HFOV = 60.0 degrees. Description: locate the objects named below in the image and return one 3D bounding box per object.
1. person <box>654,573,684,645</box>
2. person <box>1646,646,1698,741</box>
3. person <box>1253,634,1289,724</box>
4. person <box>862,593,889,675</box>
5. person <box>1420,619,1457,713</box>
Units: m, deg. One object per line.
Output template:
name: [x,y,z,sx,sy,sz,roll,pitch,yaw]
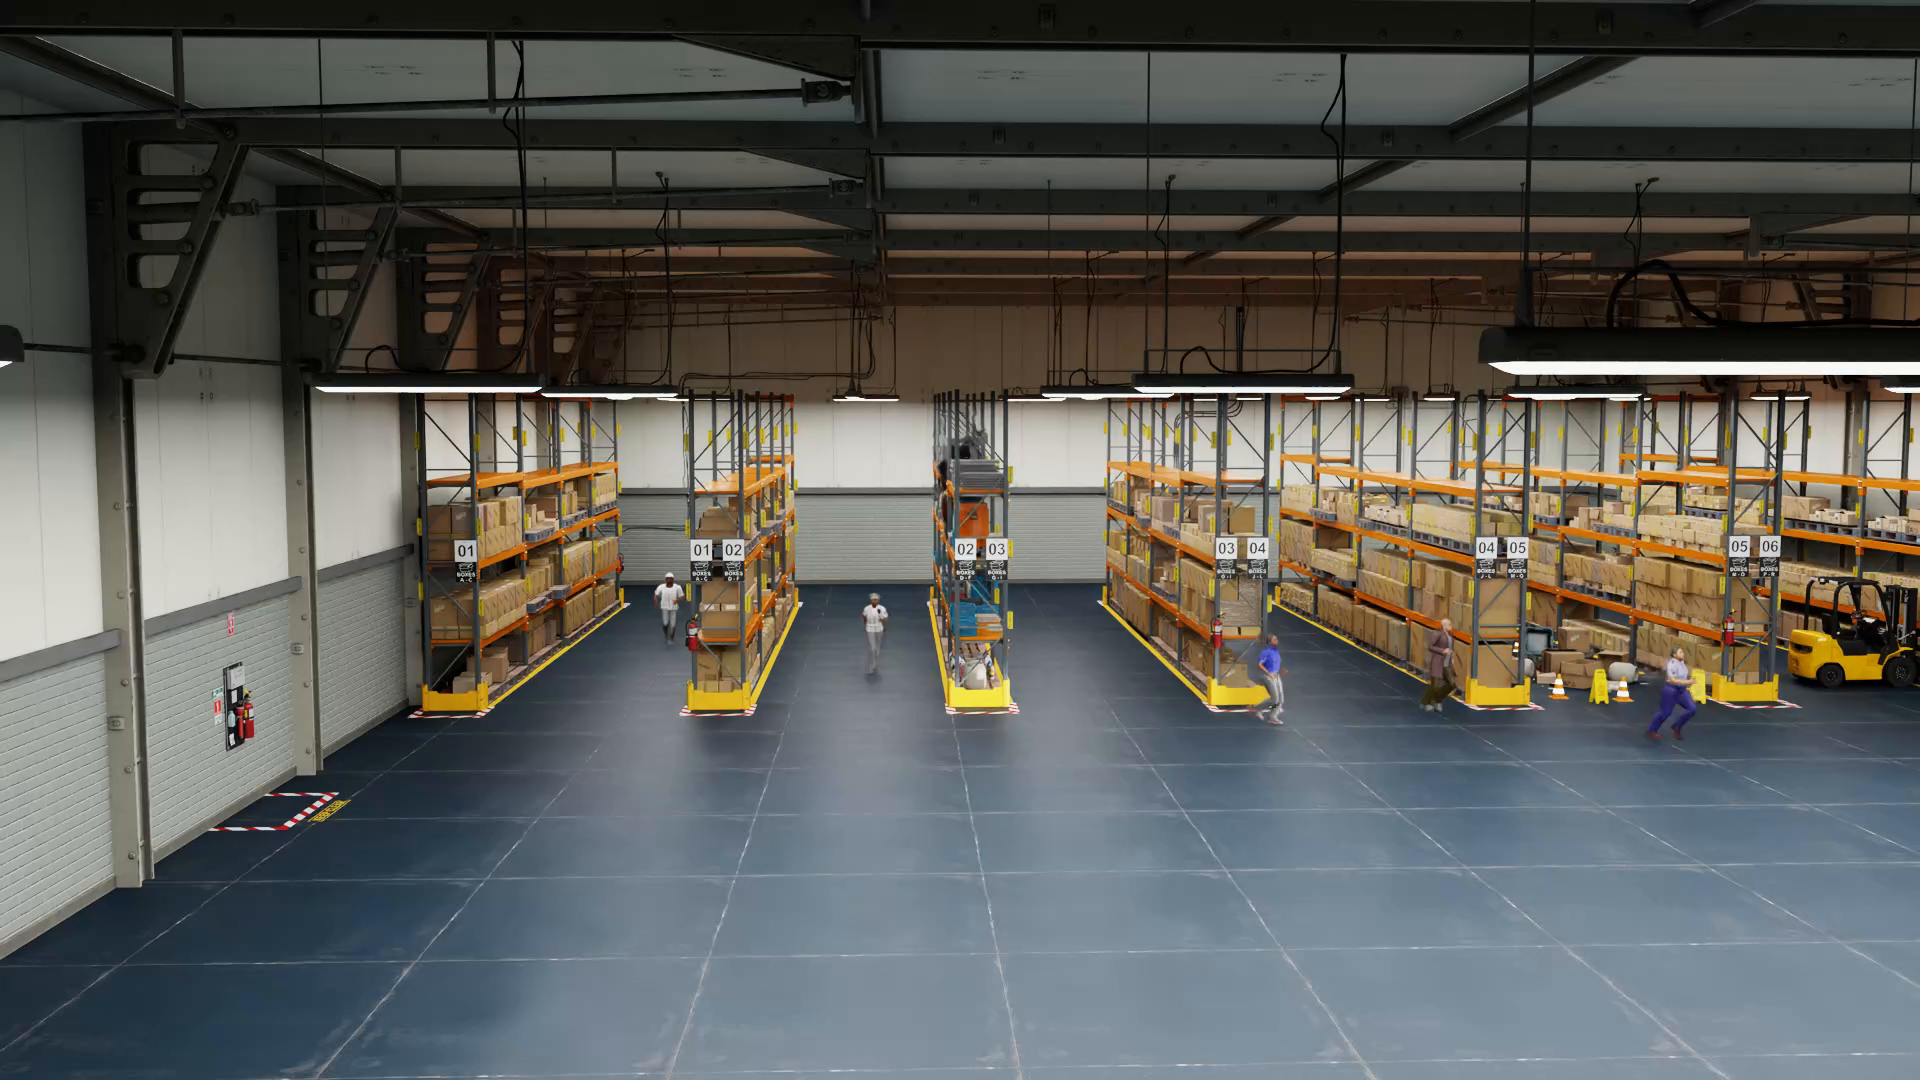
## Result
person: [-6.898,1.638,39.440,0.692,1.724,0.607,-1,5,-11]
person: [12.144,2.608,28.248,0.618,1.608,0.827,-4,6,-41]
person: [5.562,2.486,29.831,0.568,1.613,0.602,4,6,37]
person: [-1.799,2.000,35.532,0.546,1.766,0.756,-1,5,-8]
person: [9.025,2.342,30.995,0.714,1.750,0.695,-2,5,-26]
